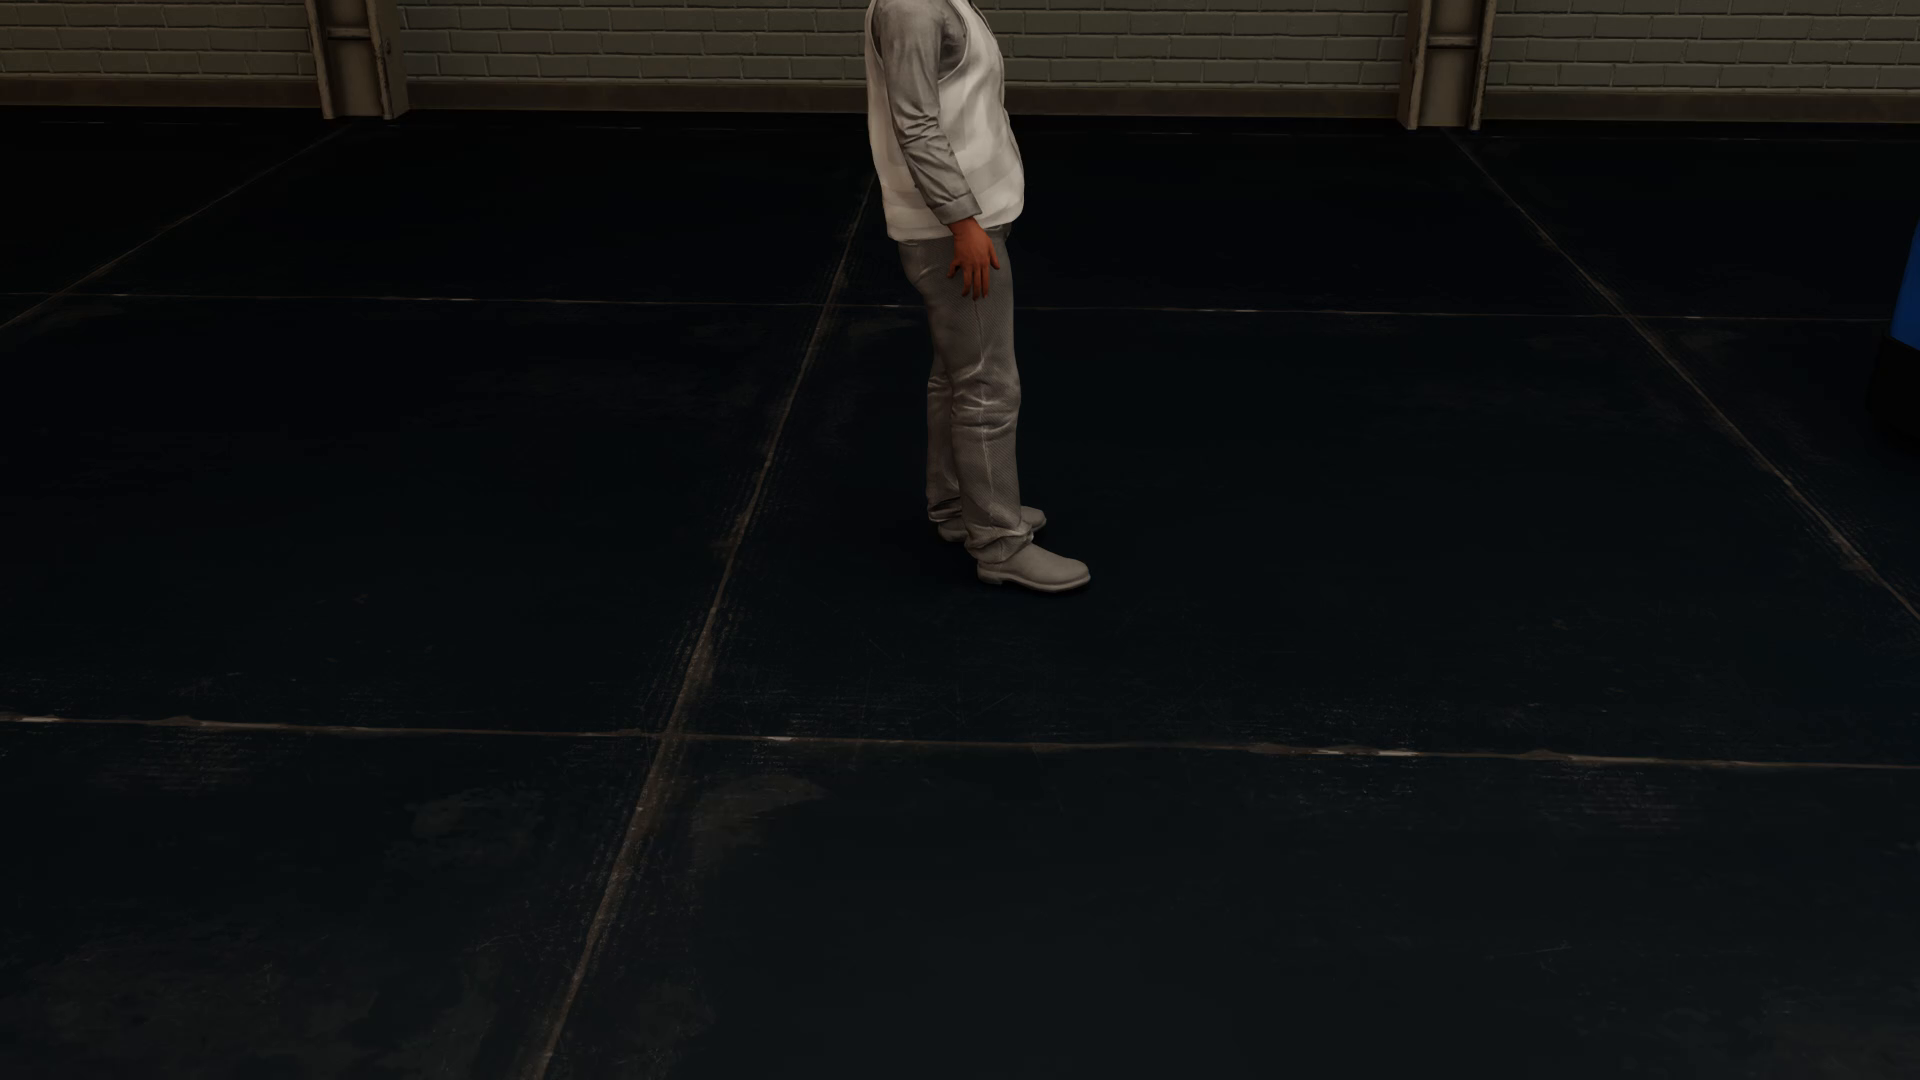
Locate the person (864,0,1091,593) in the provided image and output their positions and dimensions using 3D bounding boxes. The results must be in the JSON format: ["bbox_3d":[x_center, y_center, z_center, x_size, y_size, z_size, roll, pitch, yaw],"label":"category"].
[{"bbox_3d":[0.061,-0.797,4.116,0.568,1.773,0.632,1,26,2],"label":"person"}]

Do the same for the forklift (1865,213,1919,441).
[{"bbox_3d":[4.387,-1.559,4.368,3.031,2.935,1.130,-4,26,-7],"label":"forklift"}]
